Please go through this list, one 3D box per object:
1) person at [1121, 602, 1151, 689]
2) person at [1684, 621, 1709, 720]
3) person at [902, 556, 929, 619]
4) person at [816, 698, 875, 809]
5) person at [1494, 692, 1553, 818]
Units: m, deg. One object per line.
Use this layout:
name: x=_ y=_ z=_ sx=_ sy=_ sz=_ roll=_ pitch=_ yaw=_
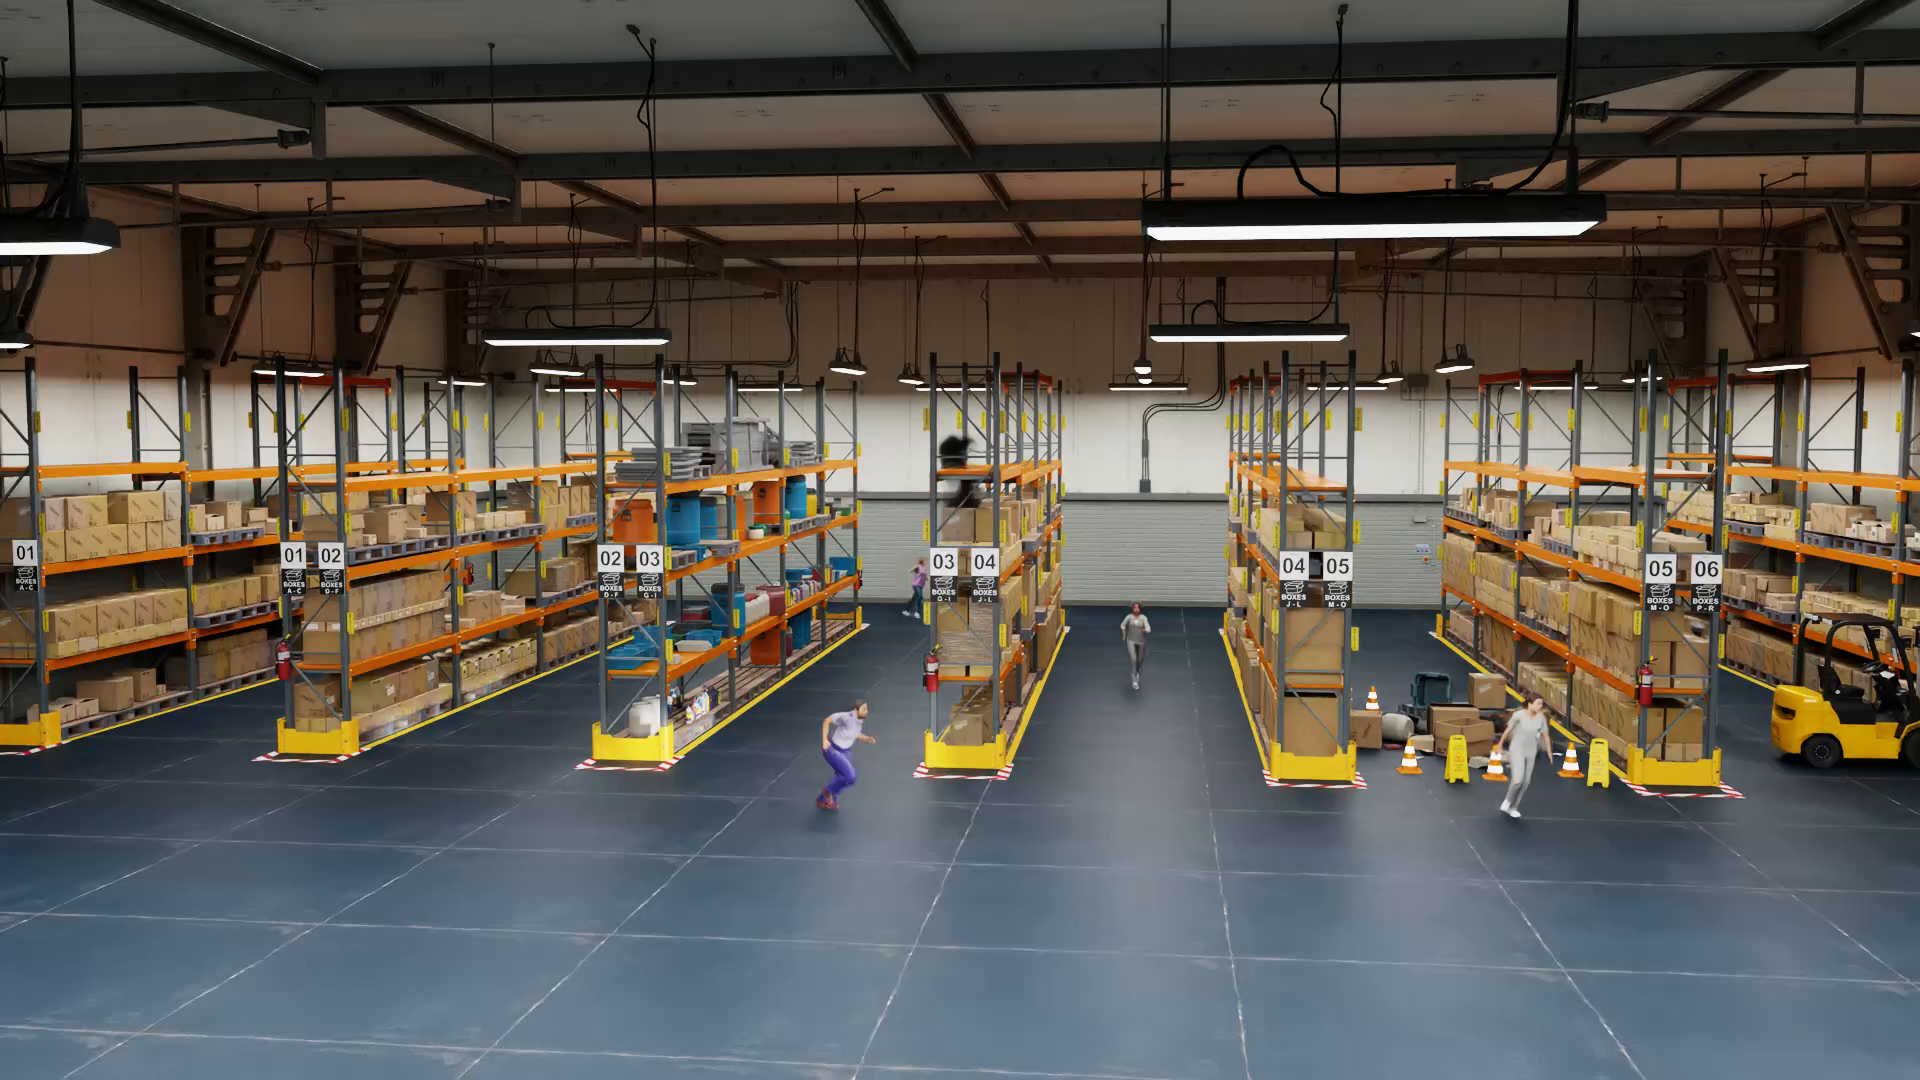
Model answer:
person: x=3.323 y=1.961 z=31.393 sx=0.526 sy=1.591 sz=0.888 roll=0 pitch=4 yaw=-3
person: x=12.393 y=2.214 z=27.900 sx=0.598 sy=1.659 sz=0.916 roll=0 pitch=4 yaw=-1
person: x=-1.117 y=1.194 z=42.494 sx=0.757 sy=1.548 sz=0.653 roll=3 pitch=5 yaw=38
person: x=-1.509 y=2.762 z=21.313 sx=0.854 sy=1.469 sz=0.642 roll=2 pitch=4 yaw=25
person: x=7.127 y=2.708 z=20.987 sx=0.569 sy=1.633 sz=0.605 roll=-1 pitch=4 yaw=-11
